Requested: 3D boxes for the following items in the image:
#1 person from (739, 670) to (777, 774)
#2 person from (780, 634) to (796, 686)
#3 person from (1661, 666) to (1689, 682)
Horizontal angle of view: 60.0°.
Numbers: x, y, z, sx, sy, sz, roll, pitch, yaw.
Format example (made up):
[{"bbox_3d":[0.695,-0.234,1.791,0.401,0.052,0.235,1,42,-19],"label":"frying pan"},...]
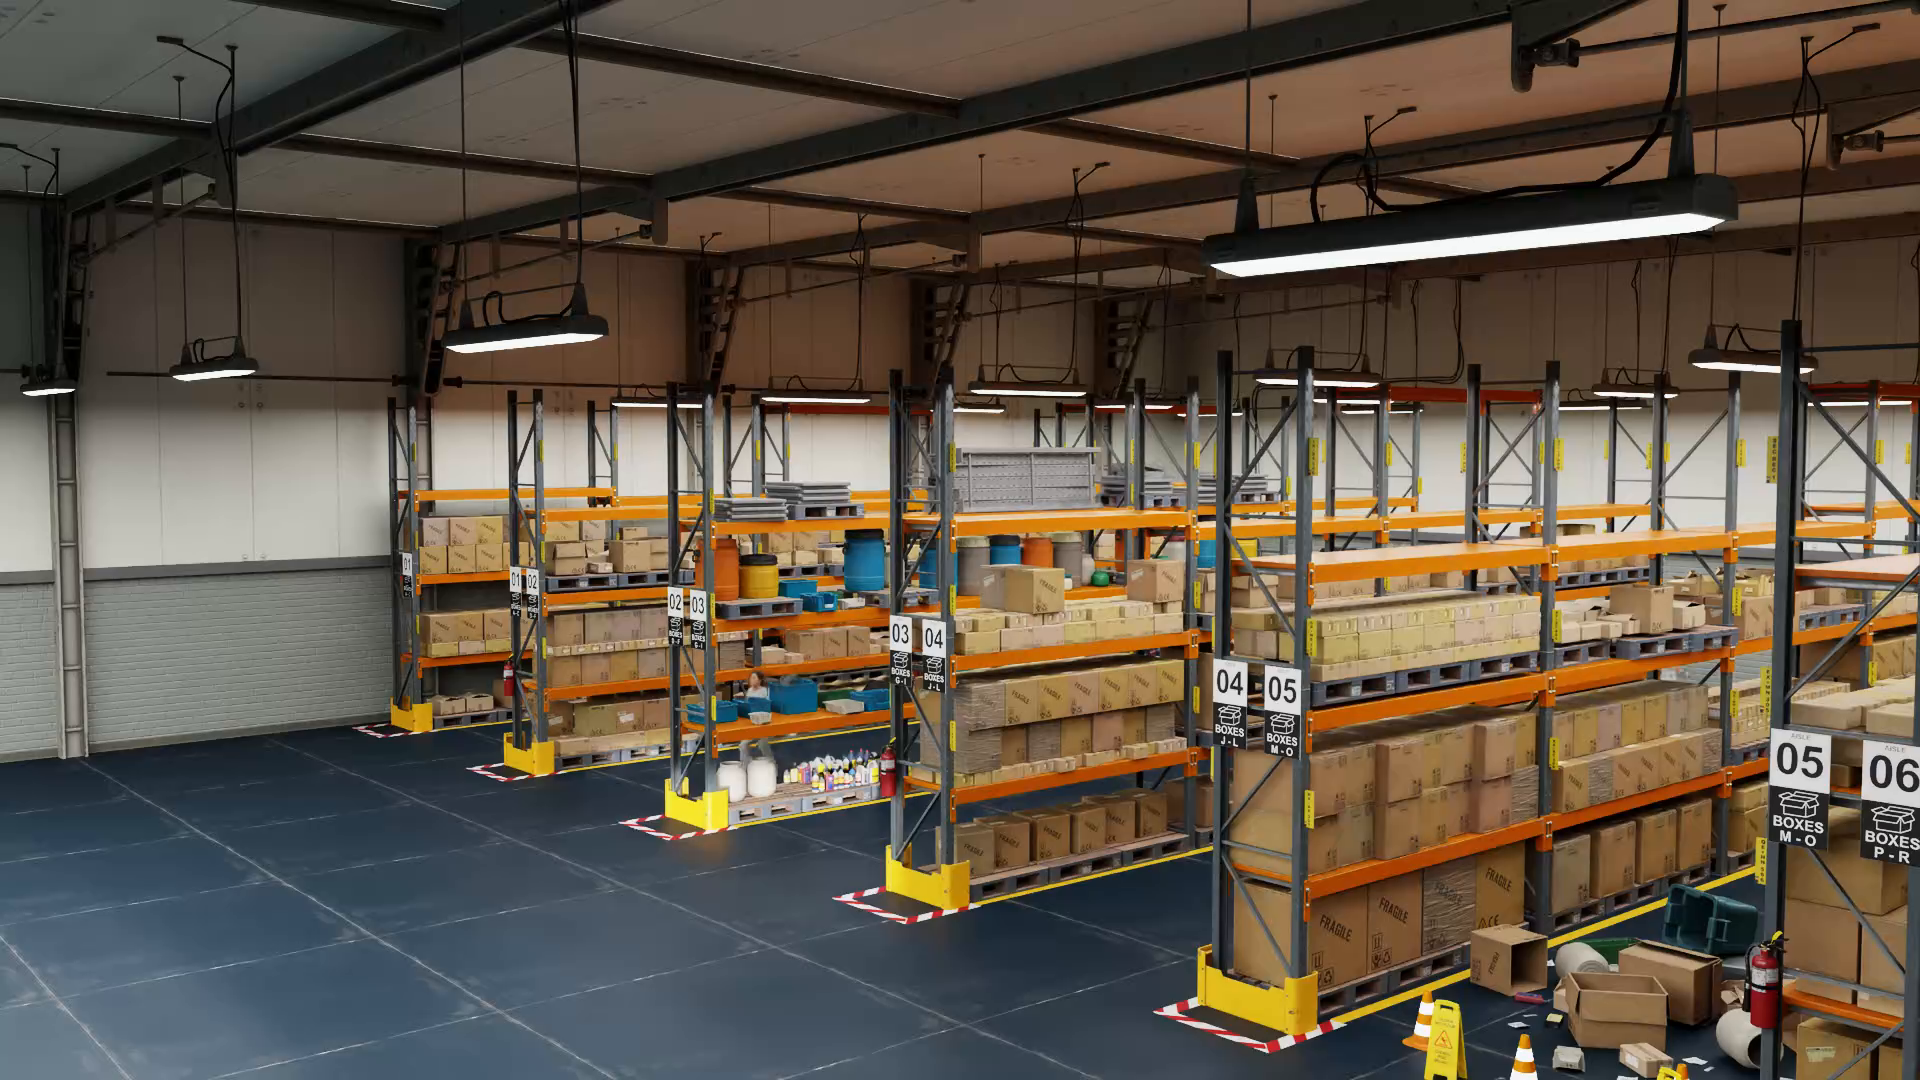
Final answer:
[{"bbox_3d":[-3.100,2.829,25.358,0.555,1.705,0.806,2,4,32],"label":"person"},{"bbox_3d":[-3.294,2.543,31.372,0.537,1.558,0.524,-3,5,-43],"label":"person"},{"bbox_3d":[12.749,2.550,29.944,0.665,1.730,0.587,-1,4,-20],"label":"person"}]
